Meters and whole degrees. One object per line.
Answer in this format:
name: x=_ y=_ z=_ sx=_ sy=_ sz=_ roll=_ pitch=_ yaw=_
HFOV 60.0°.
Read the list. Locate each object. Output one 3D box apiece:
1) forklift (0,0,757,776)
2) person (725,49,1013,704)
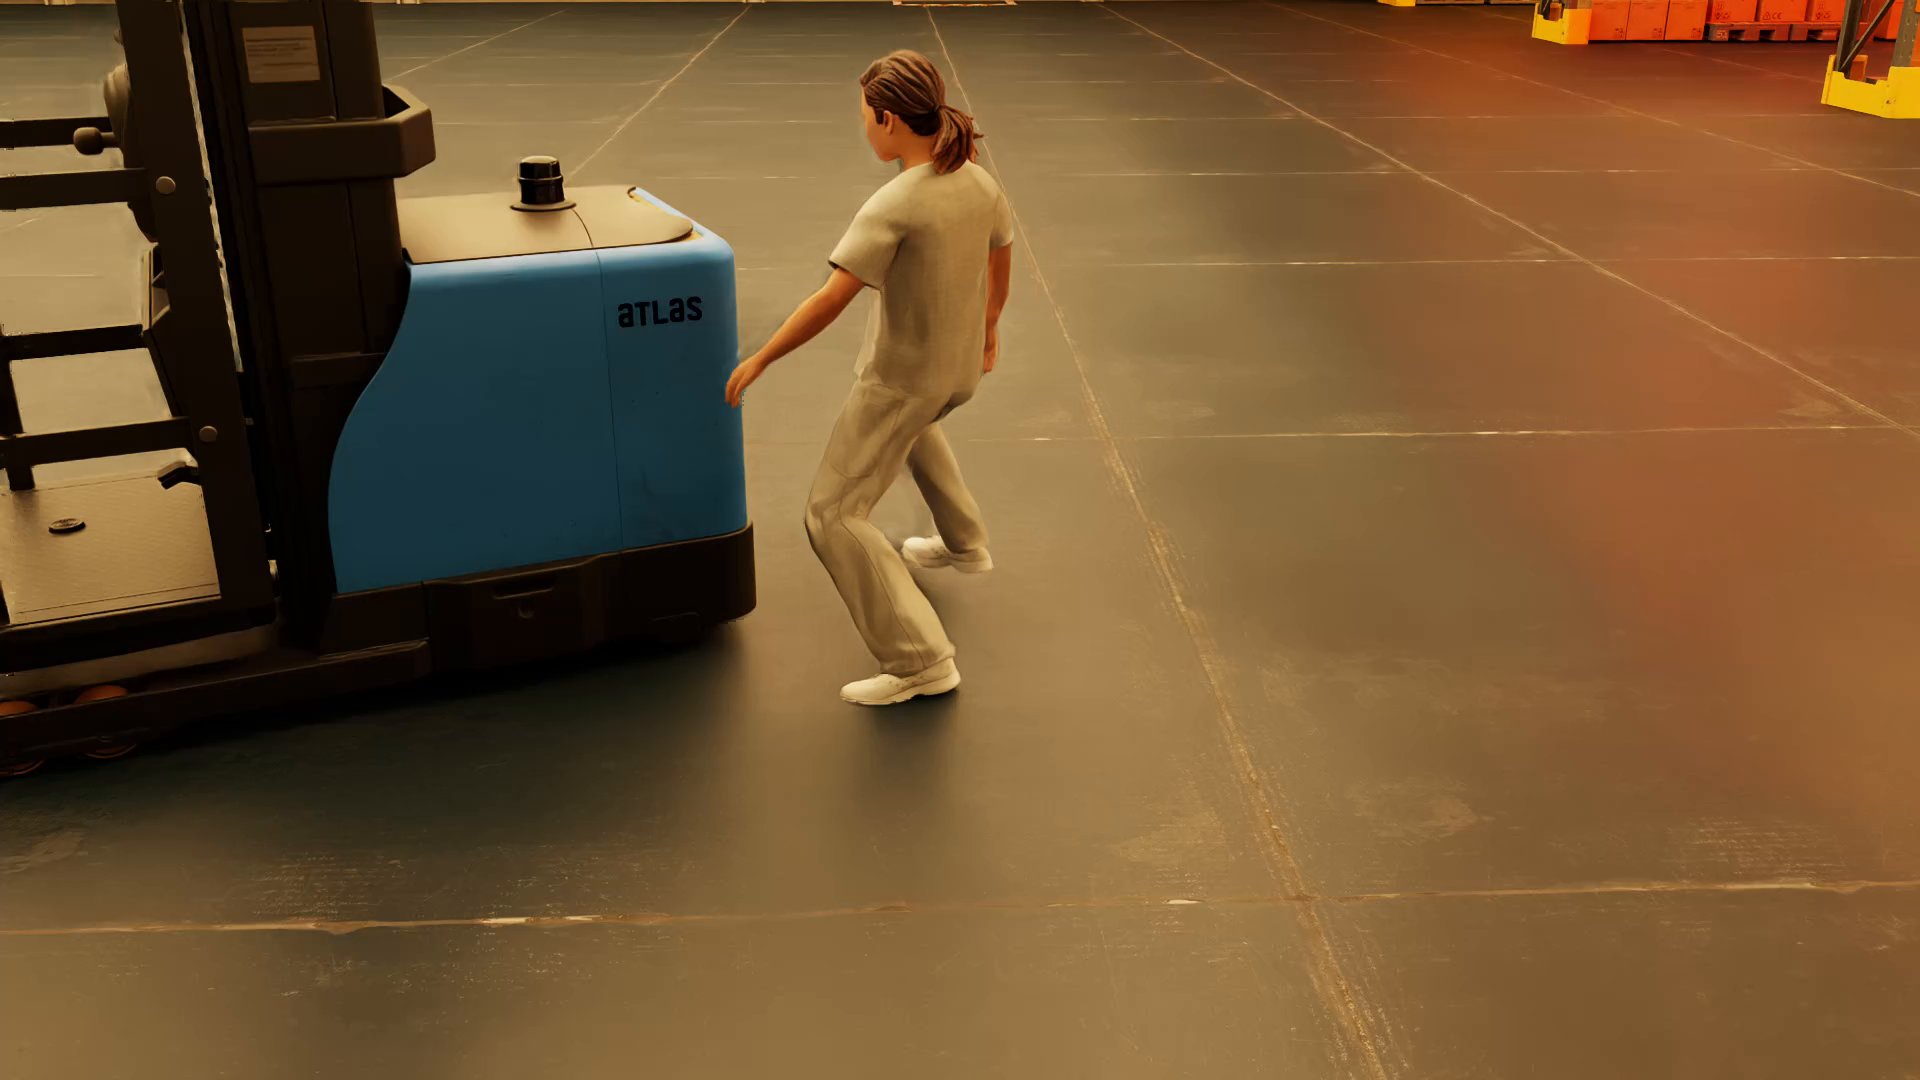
forklift: x=-2.115 y=-1.046 z=3.825 sx=3.031 sy=2.935 sz=1.130 roll=-9 pitch=23 yaw=-23
person: x=-0.146 y=-0.442 z=4.232 sx=0.658 sy=1.558 sz=0.849 roll=17 pitch=27 yaw=37
